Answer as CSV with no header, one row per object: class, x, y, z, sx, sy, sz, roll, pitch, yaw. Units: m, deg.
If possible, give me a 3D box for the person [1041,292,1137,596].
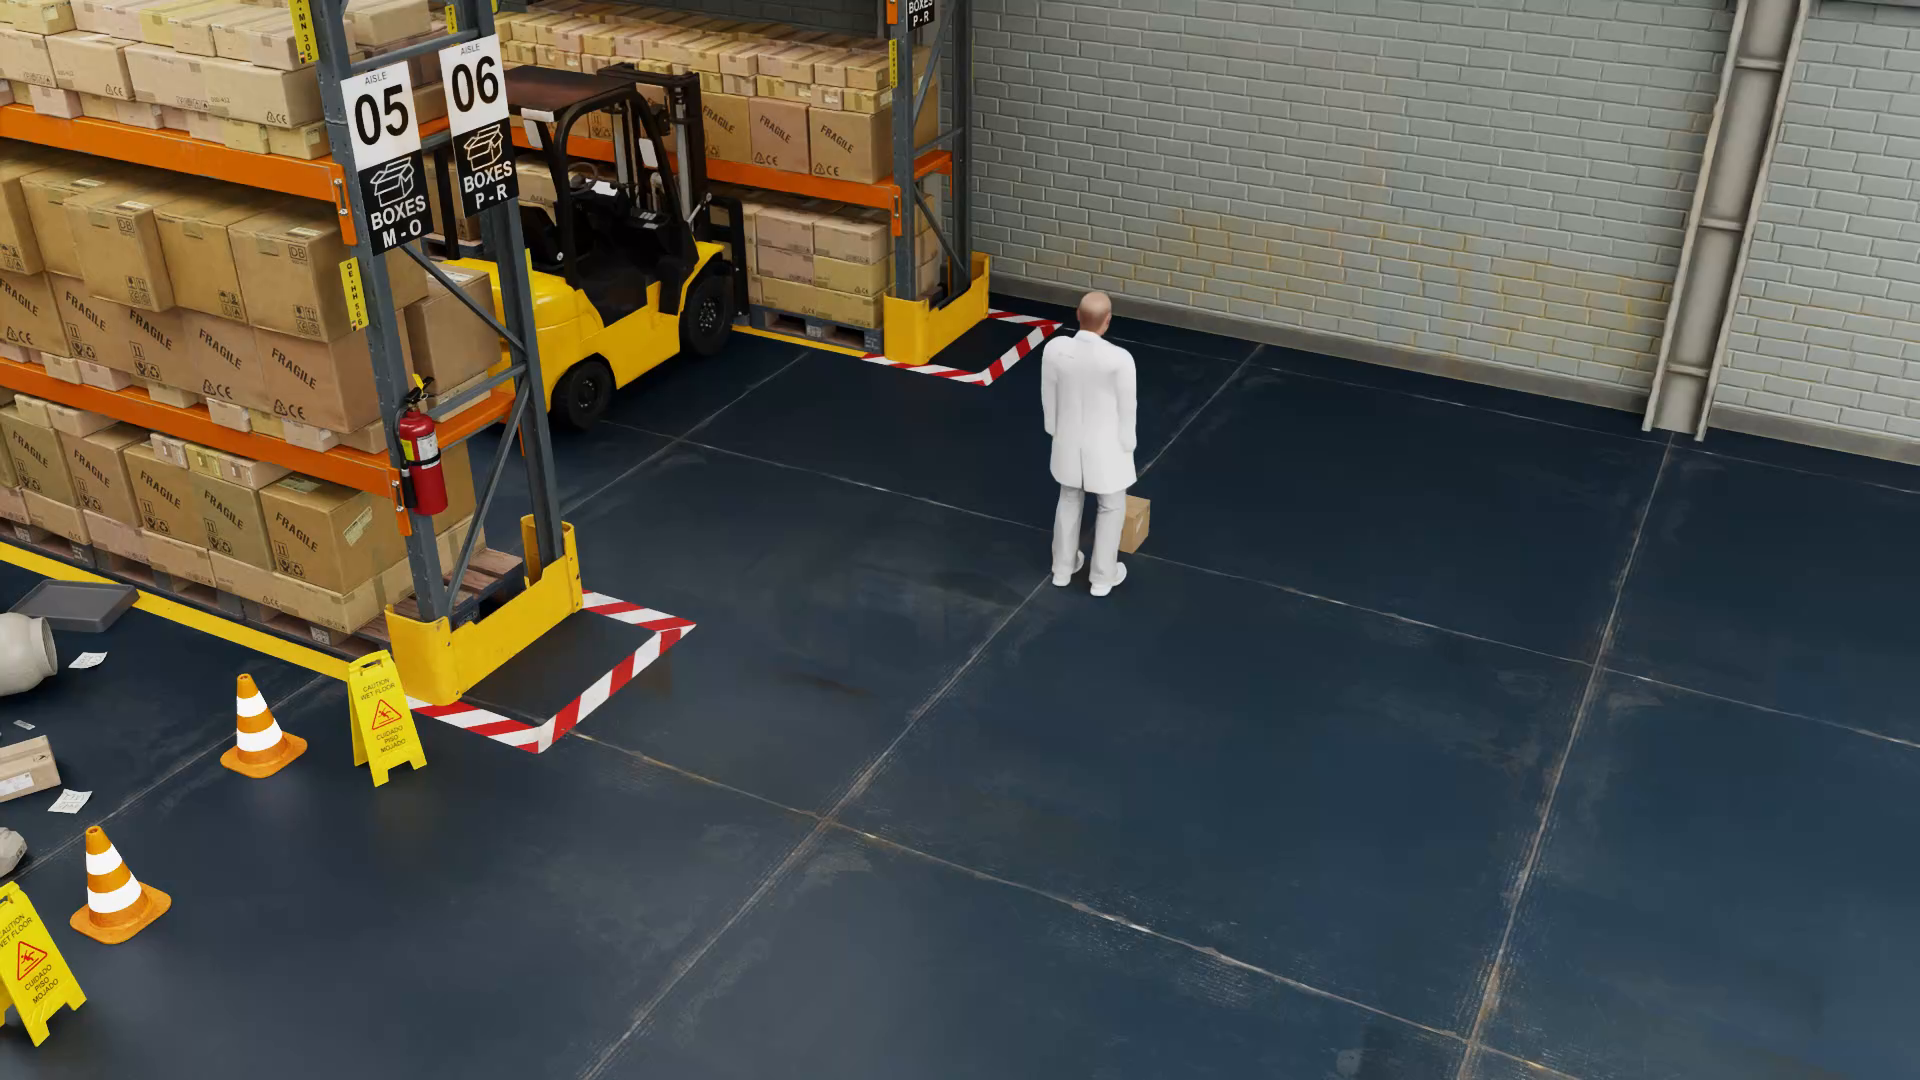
person,0.725,-0.547,9.294,0.567,1.770,0.378,15,33,24
